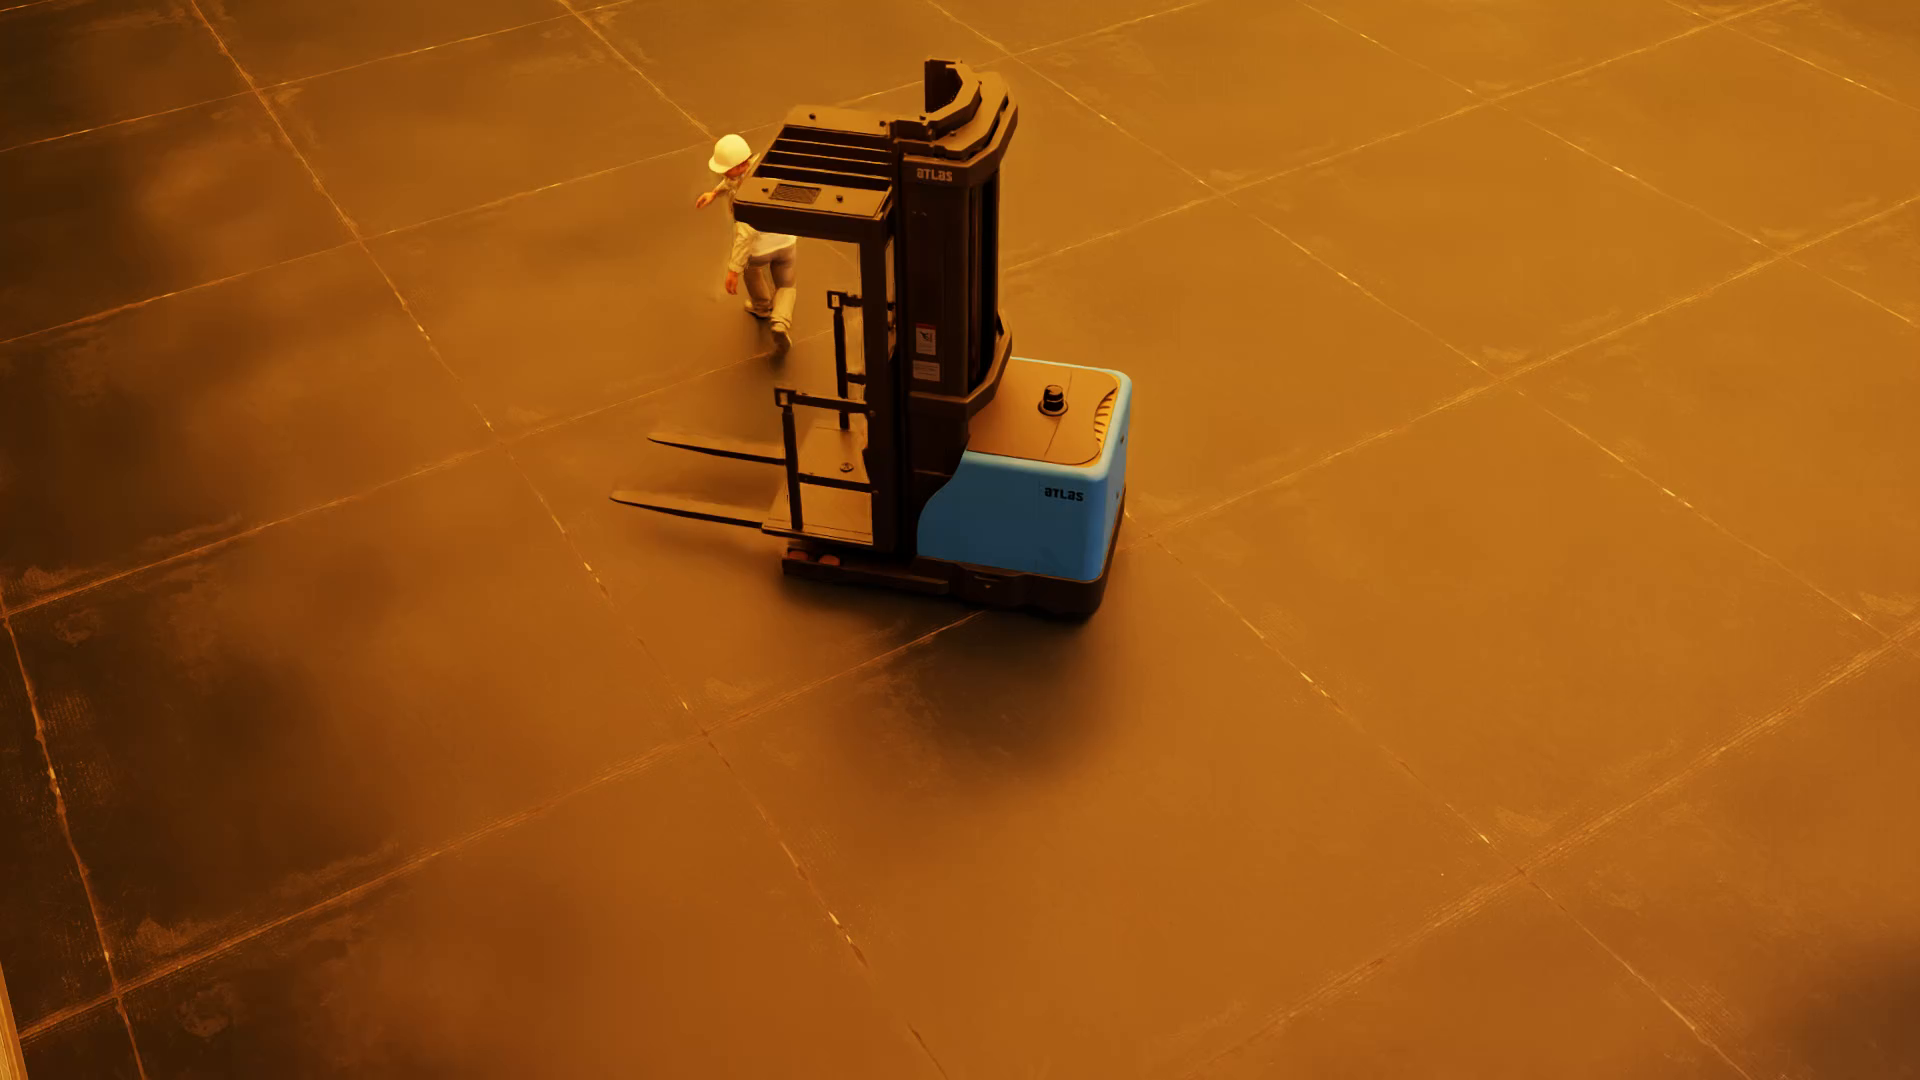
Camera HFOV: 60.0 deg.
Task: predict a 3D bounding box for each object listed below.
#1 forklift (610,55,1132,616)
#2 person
[{"bbox_3d":[-0.571,-1.178,9.219,3.031,2.935,1.130,9,42,10],"label":"forklift"},{"bbox_3d":[-1.409,-2.045,11.311,0.650,1.546,0.907,-21,45,-22],"label":"person"}]
